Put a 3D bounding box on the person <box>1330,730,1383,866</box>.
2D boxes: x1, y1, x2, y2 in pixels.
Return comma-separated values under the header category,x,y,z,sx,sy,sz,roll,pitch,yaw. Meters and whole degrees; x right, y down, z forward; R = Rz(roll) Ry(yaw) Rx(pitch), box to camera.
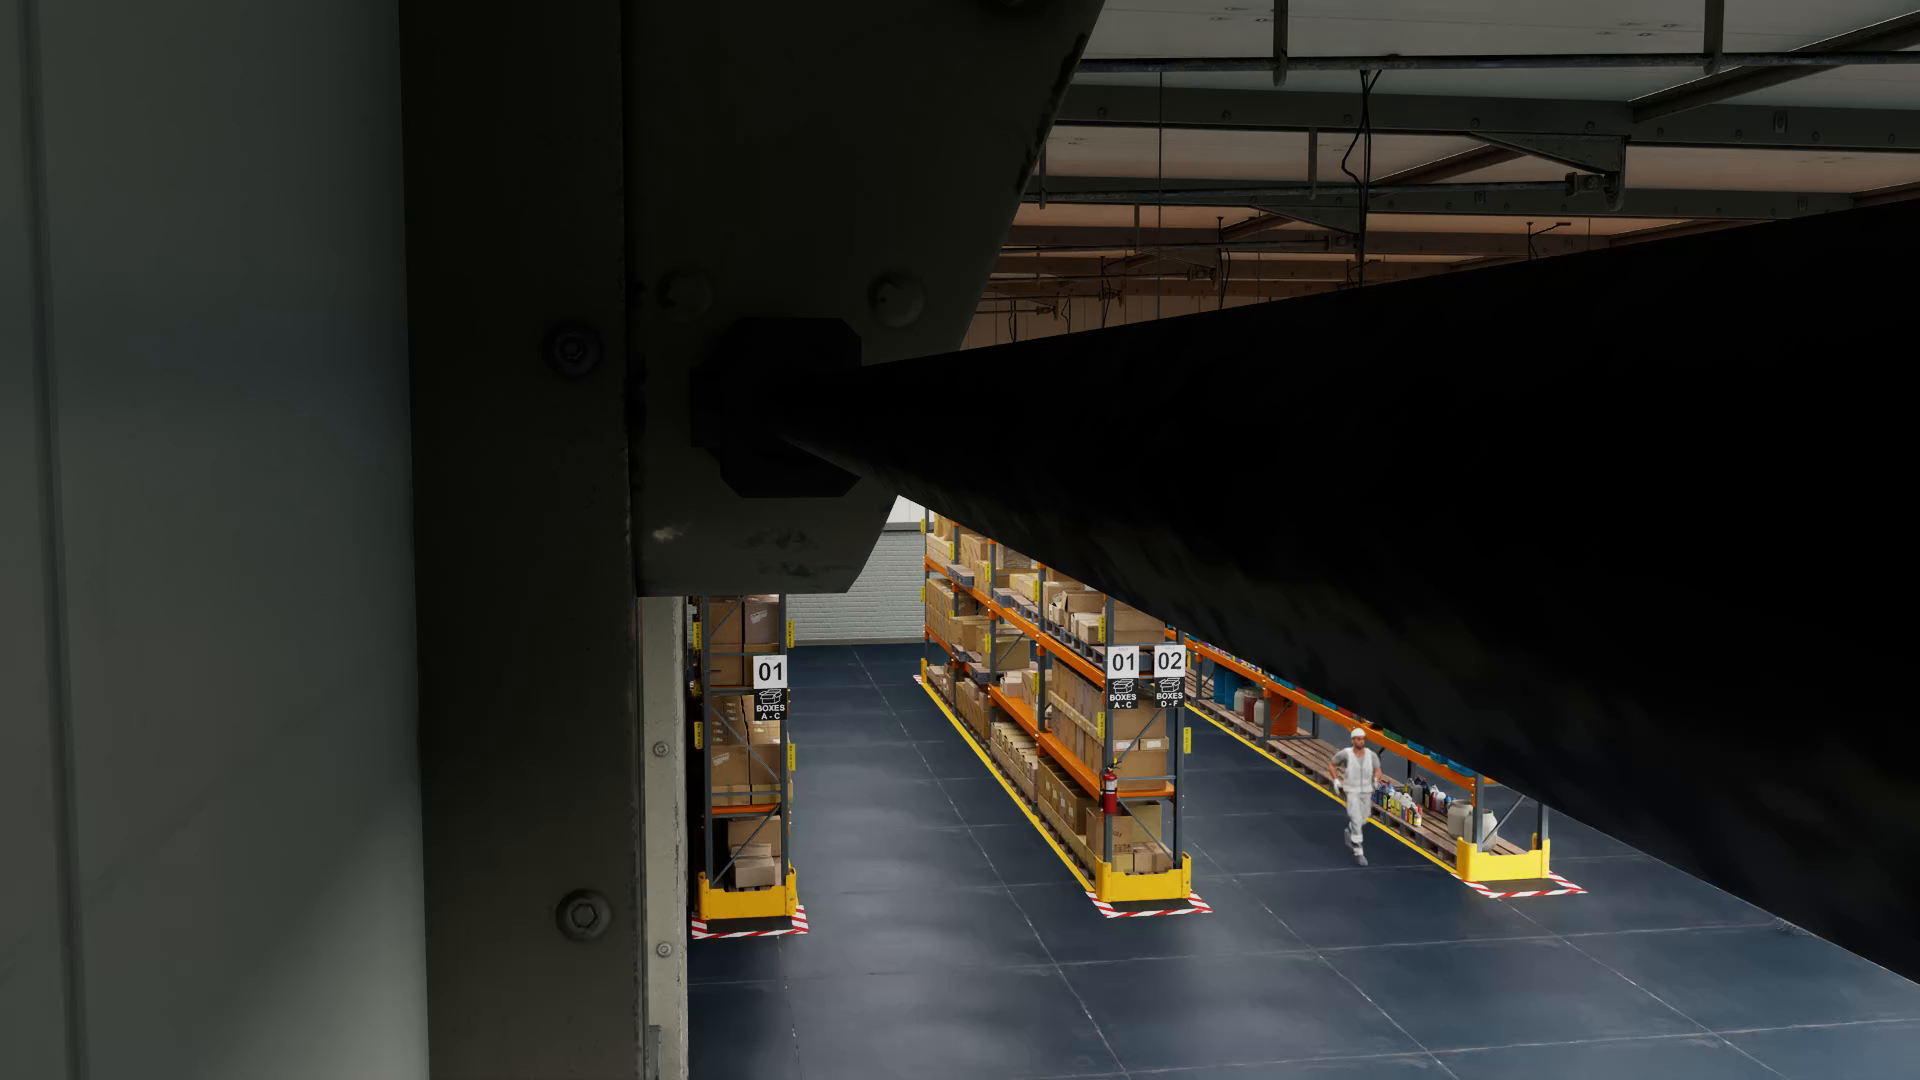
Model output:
category,x,y,z,sx,sy,sz,roll,pitch,yaw
person,5.400,3.449,22.589,0.678,1.776,0.907,-1,5,-9
